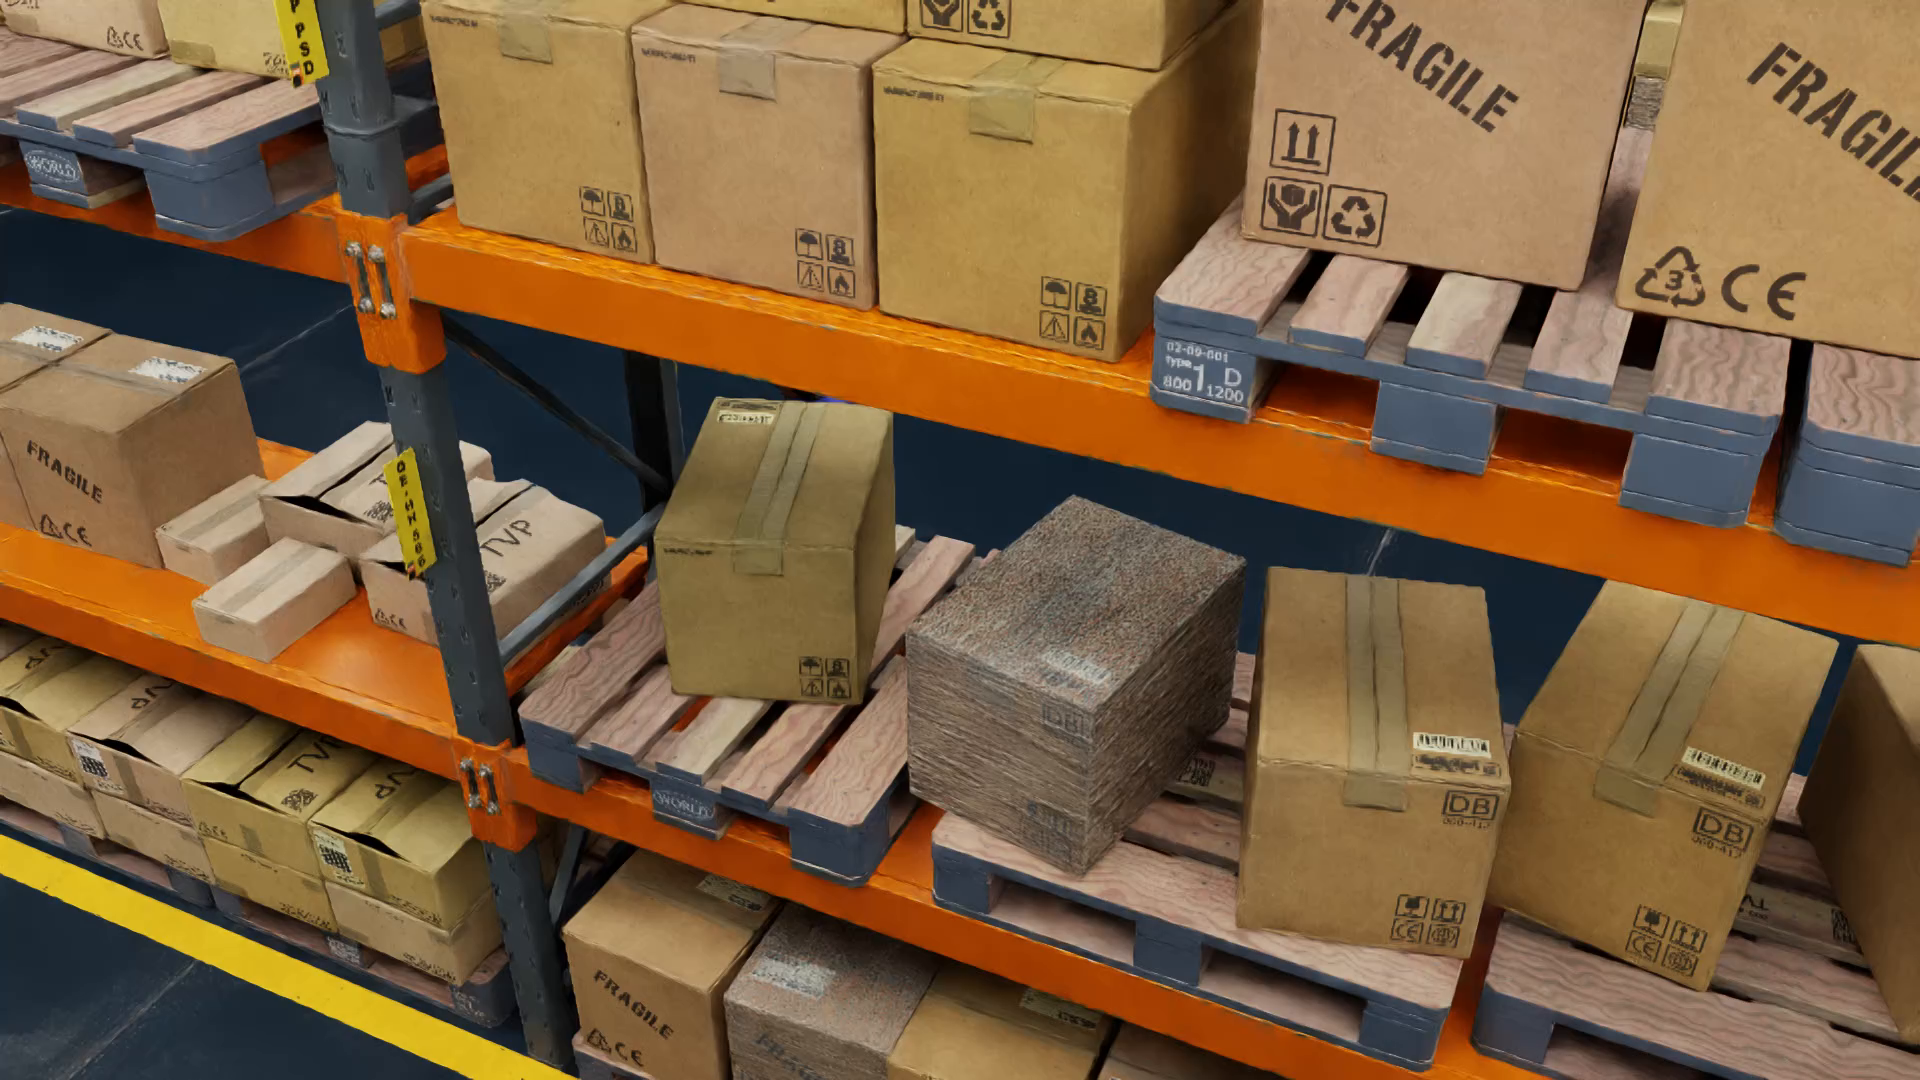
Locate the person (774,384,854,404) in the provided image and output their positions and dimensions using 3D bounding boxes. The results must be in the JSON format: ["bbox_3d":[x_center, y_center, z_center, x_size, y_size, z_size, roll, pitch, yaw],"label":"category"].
[{"bbox_3d":[-0.640,-0.023,6.220,0.474,1.626,0.624,11,35,15],"label":"person"}]
